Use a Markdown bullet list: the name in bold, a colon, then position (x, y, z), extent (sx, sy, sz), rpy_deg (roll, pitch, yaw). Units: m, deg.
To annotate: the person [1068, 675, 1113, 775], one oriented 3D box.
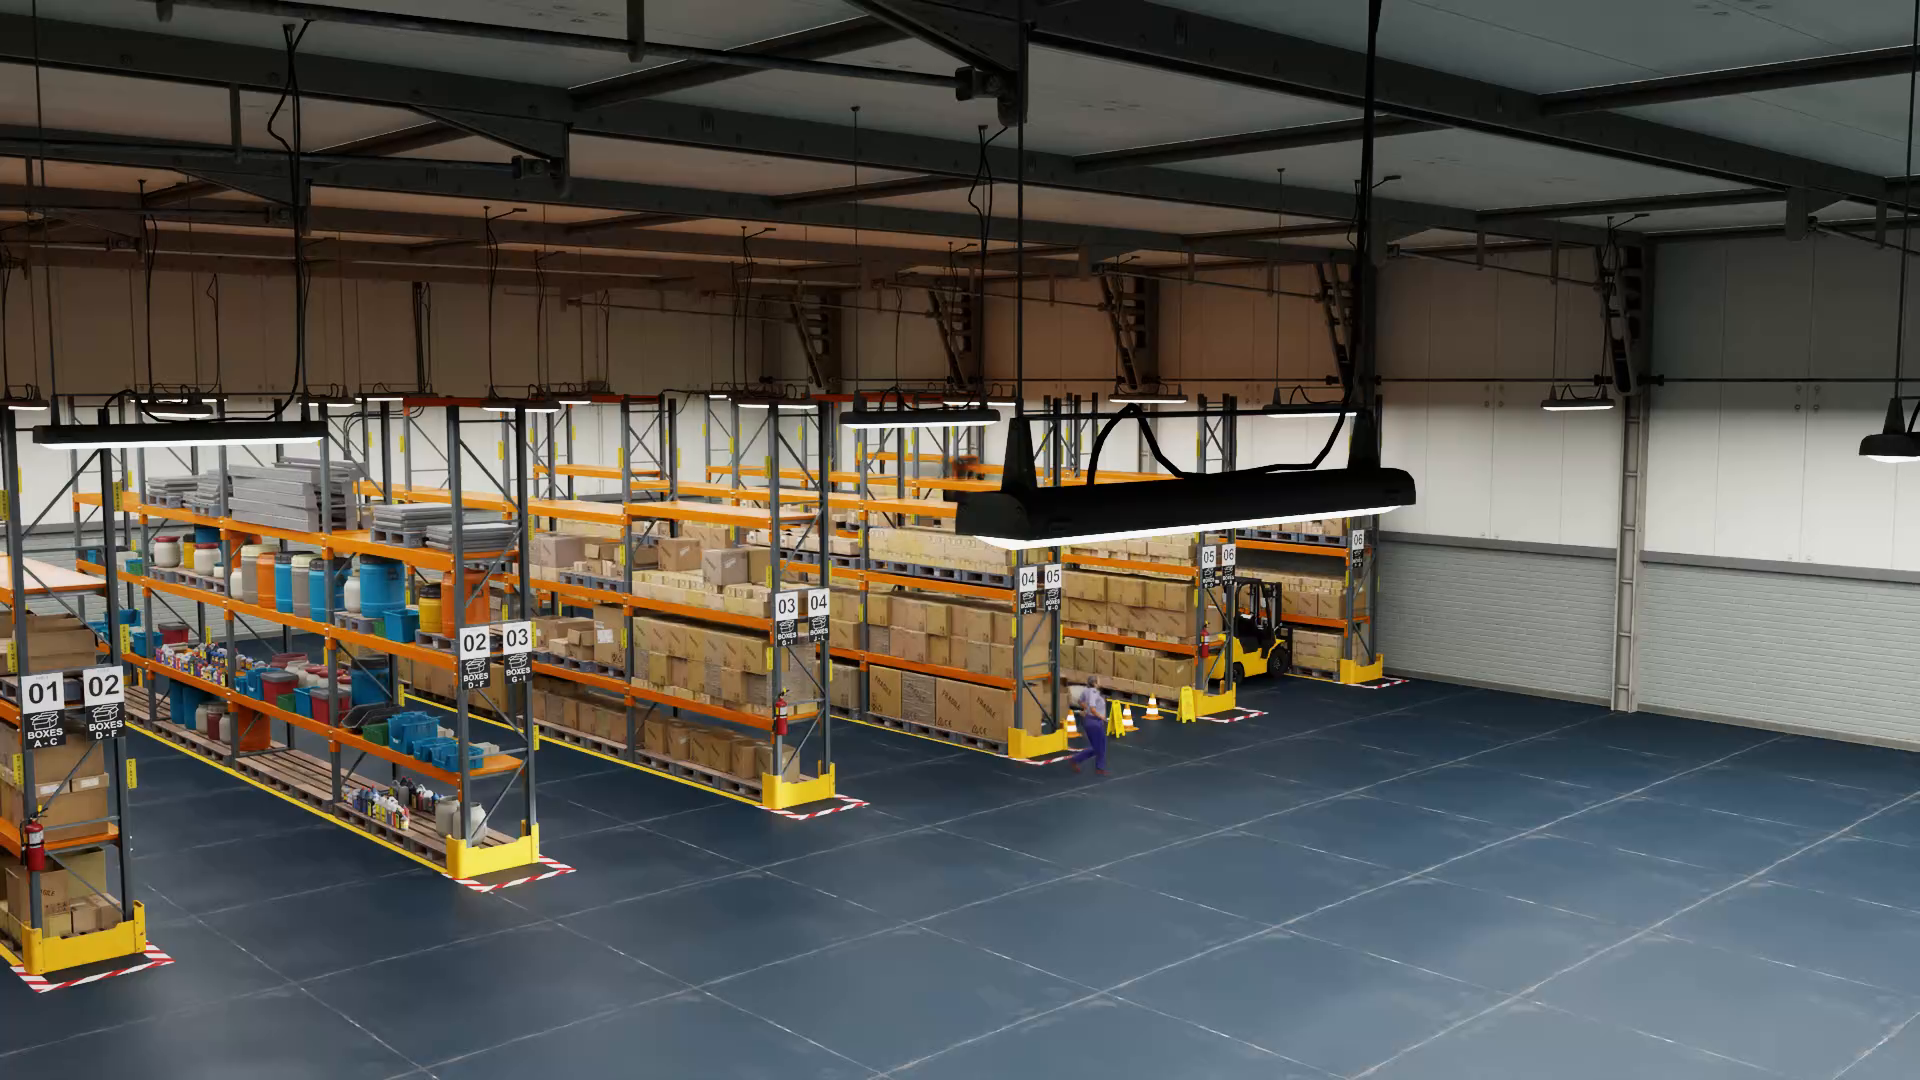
- **person**: position (2.095, 2.980, 26.544), extent (0.742, 1.665, 0.654), rpy_deg (-1, 6, -9)
